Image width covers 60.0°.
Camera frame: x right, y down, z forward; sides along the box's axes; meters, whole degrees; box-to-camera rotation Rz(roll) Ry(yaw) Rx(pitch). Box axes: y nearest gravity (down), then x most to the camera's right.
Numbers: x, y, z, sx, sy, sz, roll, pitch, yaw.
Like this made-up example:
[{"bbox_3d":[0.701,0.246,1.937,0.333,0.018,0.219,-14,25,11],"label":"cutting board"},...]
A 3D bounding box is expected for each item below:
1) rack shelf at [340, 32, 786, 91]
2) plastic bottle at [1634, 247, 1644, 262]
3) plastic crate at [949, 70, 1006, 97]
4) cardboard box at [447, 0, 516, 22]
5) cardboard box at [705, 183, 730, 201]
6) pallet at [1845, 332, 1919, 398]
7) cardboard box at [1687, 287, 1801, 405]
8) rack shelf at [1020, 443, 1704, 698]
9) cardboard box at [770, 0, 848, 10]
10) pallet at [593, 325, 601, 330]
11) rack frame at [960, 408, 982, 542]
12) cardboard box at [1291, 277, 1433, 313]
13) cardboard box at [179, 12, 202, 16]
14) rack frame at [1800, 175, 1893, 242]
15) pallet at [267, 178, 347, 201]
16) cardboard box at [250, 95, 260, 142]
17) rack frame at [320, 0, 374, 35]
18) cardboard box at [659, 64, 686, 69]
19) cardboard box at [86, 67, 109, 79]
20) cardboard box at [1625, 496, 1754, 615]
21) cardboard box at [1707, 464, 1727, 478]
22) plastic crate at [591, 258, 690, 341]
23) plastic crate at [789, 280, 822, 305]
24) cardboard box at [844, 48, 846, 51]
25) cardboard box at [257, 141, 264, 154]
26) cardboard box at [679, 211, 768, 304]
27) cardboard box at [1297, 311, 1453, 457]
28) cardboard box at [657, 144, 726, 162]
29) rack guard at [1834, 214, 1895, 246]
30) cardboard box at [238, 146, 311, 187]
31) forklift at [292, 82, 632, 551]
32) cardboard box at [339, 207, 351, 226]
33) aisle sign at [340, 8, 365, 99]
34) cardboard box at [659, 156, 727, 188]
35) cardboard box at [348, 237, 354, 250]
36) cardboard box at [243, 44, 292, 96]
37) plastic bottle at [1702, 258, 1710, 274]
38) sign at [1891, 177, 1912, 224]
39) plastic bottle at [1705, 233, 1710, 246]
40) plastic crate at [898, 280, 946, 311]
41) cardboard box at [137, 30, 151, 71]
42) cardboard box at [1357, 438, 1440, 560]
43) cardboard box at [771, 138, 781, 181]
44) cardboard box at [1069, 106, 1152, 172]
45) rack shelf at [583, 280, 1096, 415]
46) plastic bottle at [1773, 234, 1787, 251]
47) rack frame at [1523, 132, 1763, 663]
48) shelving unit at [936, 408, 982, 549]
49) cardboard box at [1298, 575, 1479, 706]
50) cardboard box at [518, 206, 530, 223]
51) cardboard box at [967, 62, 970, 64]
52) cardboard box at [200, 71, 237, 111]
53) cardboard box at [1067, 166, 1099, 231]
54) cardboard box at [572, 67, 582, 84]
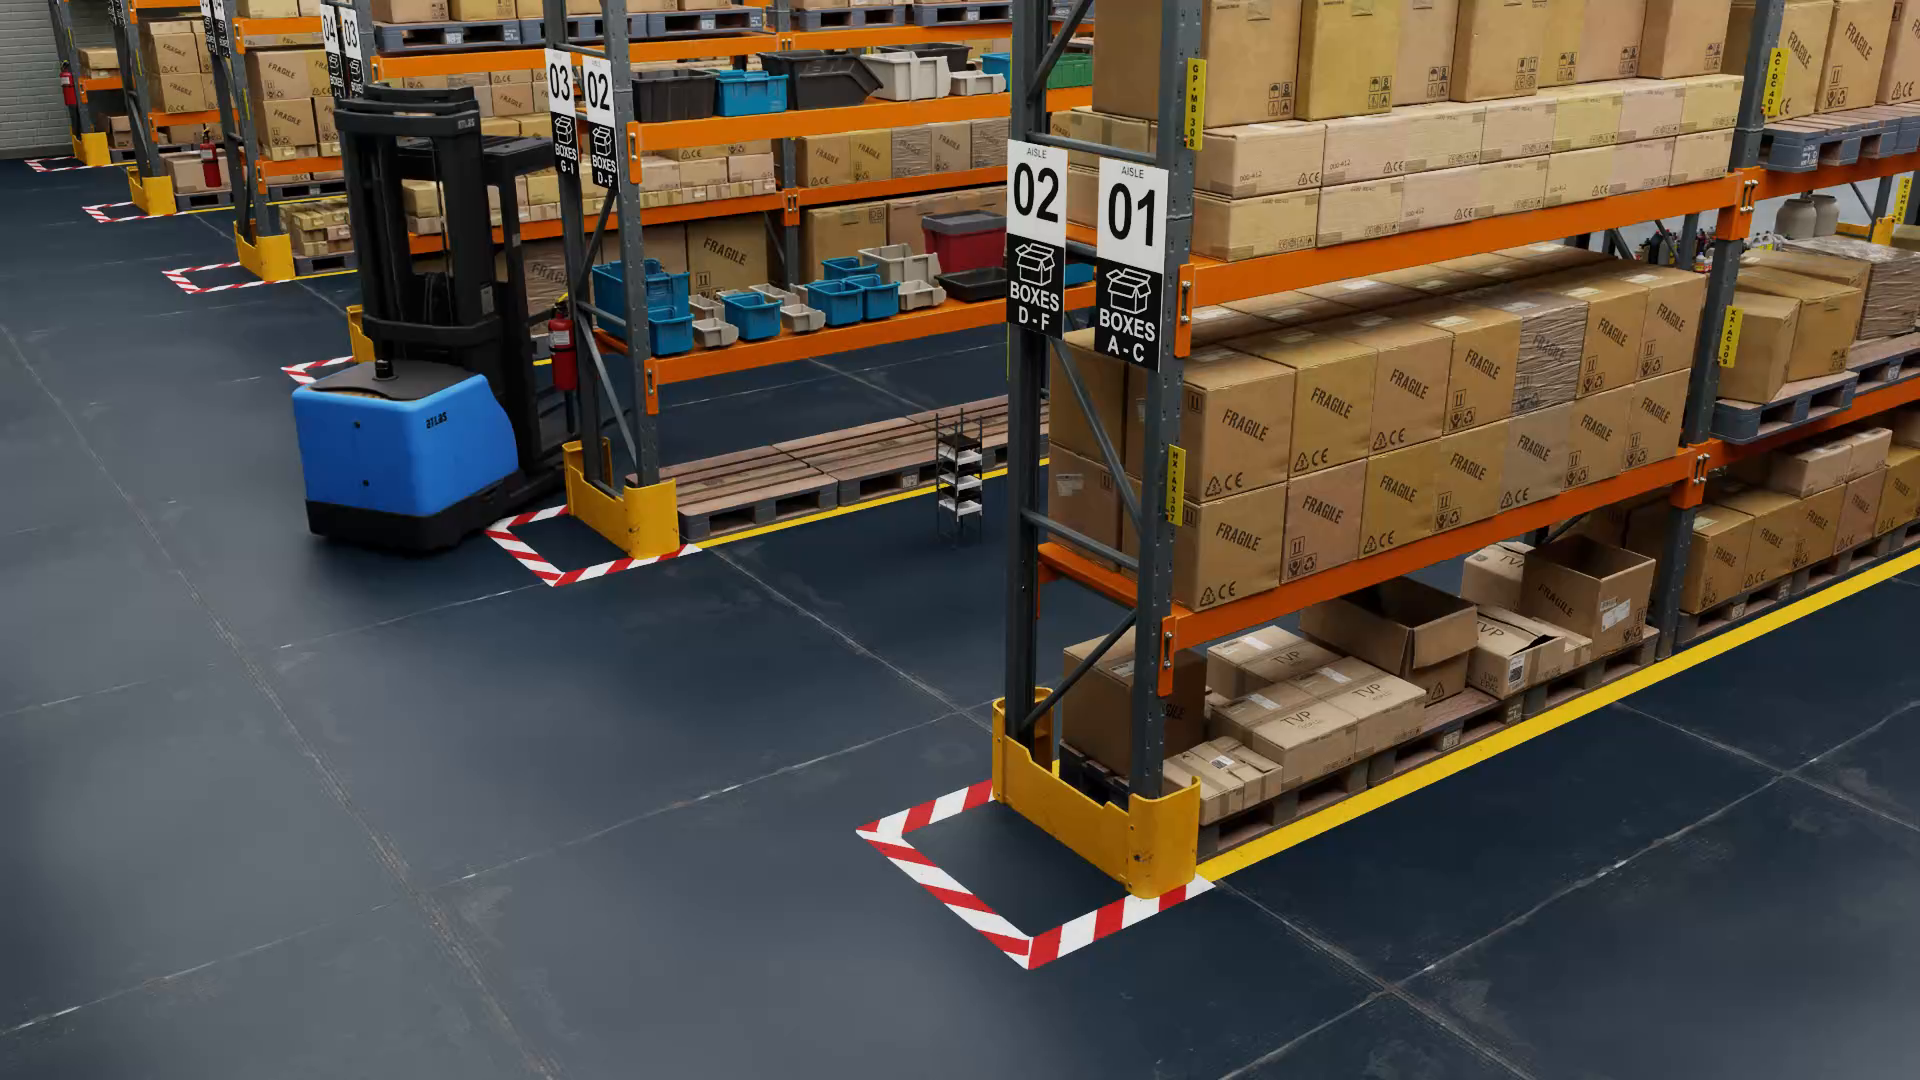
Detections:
[{"bbox_3d":[-3.606,-4.455,15.438,4.000,0.370,1.077,-15,26,-33],"label":"rack shelf"},{"bbox_3d":[7.516,-3.148,18.419,0.097,0.201,0.097,0,22,0],"label":"plastic bottle"},{"bbox_3d":[0.100,-3.220,11.727,0.466,0.136,0.293,-15,26,-33],"label":"plastic crate"},{"bbox_3d":[-4.312,-4.859,14.641,0.500,0.500,0.700,-16,27,-35],"label":"cardboard box"},{"bbox_3d":[-2.456,-3.437,16.300,0.250,0.149,0.380,-15,26,-34],"label":"cardboard box"},{"bbox_3d":[5.471,-1.202,10.621,1.213,0.211,1.003,-15,26,-33],"label":"pallet"},{"bbox_3d":[4.315,-1.125,9.466,0.700,0.500,0.500,14,26,32],"label":"cardboard box"},{"bbox_3d":[2.176,-0.081,8.523,4.000,0.370,1.077,-15,26,-33],"label":"rack shelf"},{"bbox_3d":[-1.518,-5.592,16.615,0.500,0.500,0.700,-14,26,-32],"label":"cardboard box"},{"bbox_3d":[-3.637,-2.127,16.443,1.213,0.211,1.003,-15,26,-33],"label":"pallet"},{"bbox_3d":[0.076,-0.438,11.280,0.006,0.900,0.240,-15,26,-33],"label":"rack frame"},{"bbox_3d":[1.998,-1.007,8.387,0.500,0.500,0.500,-14,26,-31],"label":"cardboard box"},{"bbox_3d":[-12.176,-8.196,26.678,0.500,0.500,0.500,-14,26,-32],"label":"cardboard box"},{"bbox_3d":[10.651,-4.936,19.720,0.127,3.000,1.000,-15,26,-33],"label":"rack frame"},{"bbox_3d":[-9.424,-5.109,23.914,1.213,0.211,1.003,-15,26,-33],"label":"pallet"},{"bbox_3d":[-7.830,-4.837,18.934,0.500,0.500,0.500,-14,26,-32],"label":"cardboard box"},{"bbox_3d":[-5.230,-5.750,13.663,0.127,3.000,1.000,-15,26,-33],"label":"rack frame"},{"bbox_3d":[-3.742,-6.066,21.521,0.250,0.149,0.380,-16,27,-35],"label":"cardboard box"},{"bbox_3d":[-13.492,-7.309,26.005,0.250,0.149,0.380,-15,26,-33],"label":"cardboard box"},{"bbox_3d":[4.335,0.077,9.935,0.500,0.500,0.500,-16,27,-35],"label":"cardboard box"},{"bbox_3d":[4.846,-0.297,10.873,0.500,0.500,0.500,-15,26,-32],"label":"cardboard box"},{"bbox_3d":[-2.174,-1.646,11.346,0.499,0.435,0.616,-15,26,-33],"label":"plastic crate"},{"bbox_3d":[-1.096,-1.805,12.148,0.250,0.136,0.298,-15,26,-33],"label":"plastic crate"},{"bbox_3d":[-1.946,-8.308,27.941,0.250,0.149,0.380,-15,26,-34],"label":"cardboard box"},{"bbox_3d":[-7.945,-4.516,19.006,0.250,0.149,0.380,-15,26,-33],"label":"cardboard box"},{"bbox_3d":[-2.565,-2.919,16.963,0.875,0.875,0.875,-15,26,-33],"label":"cardboard box"},{"bbox_3d":[1.896,-0.732,7.700,0.500,0.500,0.500,-15,26,-32],"label":"cardboard box"},{"bbox_3d":[-2.609,-3.959,16.059,0.500,0.500,0.500,-15,26,-32],"label":"cardboard box"},{"bbox_3d":[10.617,-3.745,20.107,0.348,0.500,1.175,-15,26,-33],"label":"rack guard"},{"bbox_3d":[-9.802,-5.323,23.580,0.875,0.438,0.875,-14,26,-31],"label":"cardboard box"},{"bbox_3d":[-3.460,-1.805,11.966,1.130,2.935,3.031,8,23,19],"label":"forklift"},{"bbox_3d":[-6.988,-3.748,19.218,0.250,0.149,0.380,-15,26,-33],"label":"cardboard box"},{"bbox_3d":[-5.113,-4.065,14.028,0.004,0.787,0.394,-15,26,-33],"label":"aisle sign"},{"bbox_3d":[-2.606,-3.610,16.198,0.500,0.250,0.500,-14,26,-31],"label":"cardboard box"},{"bbox_3d":[-7.070,-3.503,19.407,0.250,0.149,0.380,-15,26,-32],"label":"cardboard box"},{"bbox_3d":[-7.818,-5.300,18.746,0.500,0.500,0.500,-16,27,-34],"label":"cardboard box"},{"bbox_3d":[8.001,-2.934,17.885,0.097,0.201,0.097,0,22,0],"label":"plastic bottle"},{"bbox_3d":[6.720,-2.418,11.846,0.005,0.325,0.100,-15,26,-33],"label":"sign"},{"bbox_3d":[8.557,-3.425,19.115,0.097,0.201,0.097,0,22,0],"label":"plastic bottle"},{"bbox_3d":[-0.328,-1.777,12.077,0.466,0.136,0.293,-15,26,-33],"label":"plastic crate"},{"bbox_3d":[-10.765,-6.632,22.484,0.500,0.500,0.500,-14,26,-31],"label":"cardboard box"},{"bbox_3d":[1.892,-0.266,7.882,0.500,0.500,0.500,-15,26,-33],"label":"cardboard box"},{"bbox_3d":[-1.763,-4.059,17.386,0.500,0.500,0.500,-15,26,-33],"label":"cardboard box"},{"bbox_3d":[0.821,-1.726,7.155,0.500,0.250,0.500,-15,26,-33],"label":"cardboard box"},{"bbox_3d":[-0.714,-1.572,12.259,4.000,0.370,1.077,-15,26,-33],"label":"rack shelf"},{"bbox_3d":[9.195,-3.300,18.700,0.135,0.276,0.152,-15,26,-32],"label":"plastic bottle"},{"bbox_3d":[3.800,-0.848,9.474,0.127,3.000,1.000,-15,26,-33],"label":"rack frame"},{"bbox_3d":[-0.007,-0.416,11.225,0.210,0.900,0.258,-15,26,-33],"label":"shelving unit"},{"bbox_3d":[2.278,0.515,8.832,0.637,0.503,0.797,-15,26,-33],"label":"cardboard box"},{"bbox_3d":[-4.123,-2.992,15.187,0.250,0.149,0.380,-15,26,-34],"label":"cardboard box"},{"bbox_3d":[-0.208,-6.491,23.482,0.500,0.500,0.500,-15,26,-33],"label":"cardboard box"},{"bbox_3d":[-10.066,-6.127,22.568,0.500,0.500,0.500,-15,26,-34],"label":"cardboard box"},{"bbox_3d":[0.816,-1.496,7.254,0.500,0.250,0.500,-15,26,-33],"label":"cardboard box"},{"bbox_3d":[-6.003,-7.081,25.296,0.500,0.250,0.500,-15,26,-34],"label":"cardboard box"}]
